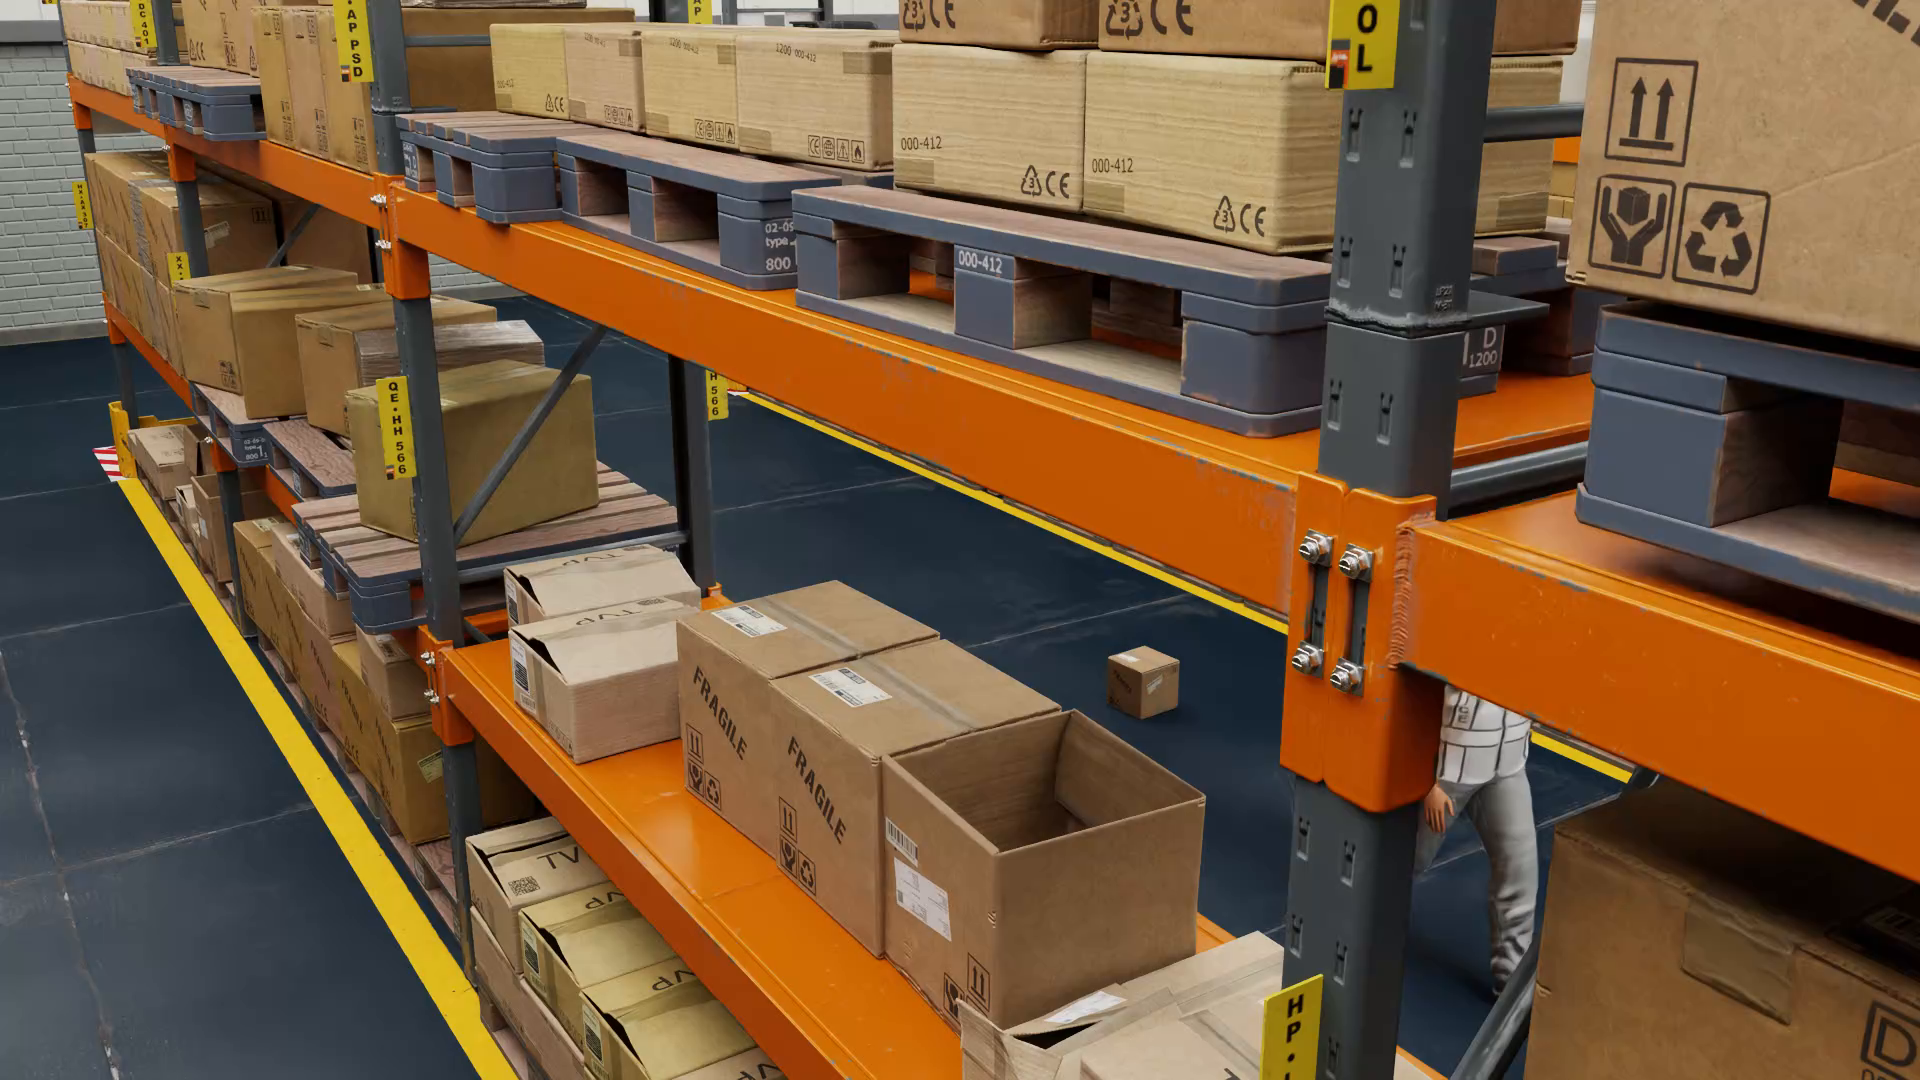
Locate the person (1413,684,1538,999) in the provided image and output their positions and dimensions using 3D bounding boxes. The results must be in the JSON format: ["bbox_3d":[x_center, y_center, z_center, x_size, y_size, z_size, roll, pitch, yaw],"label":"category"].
[{"bbox_3d":[1.721,0.765,5.726,0.511,1.612,1.009,-7,20,-21],"label":"person"}]
